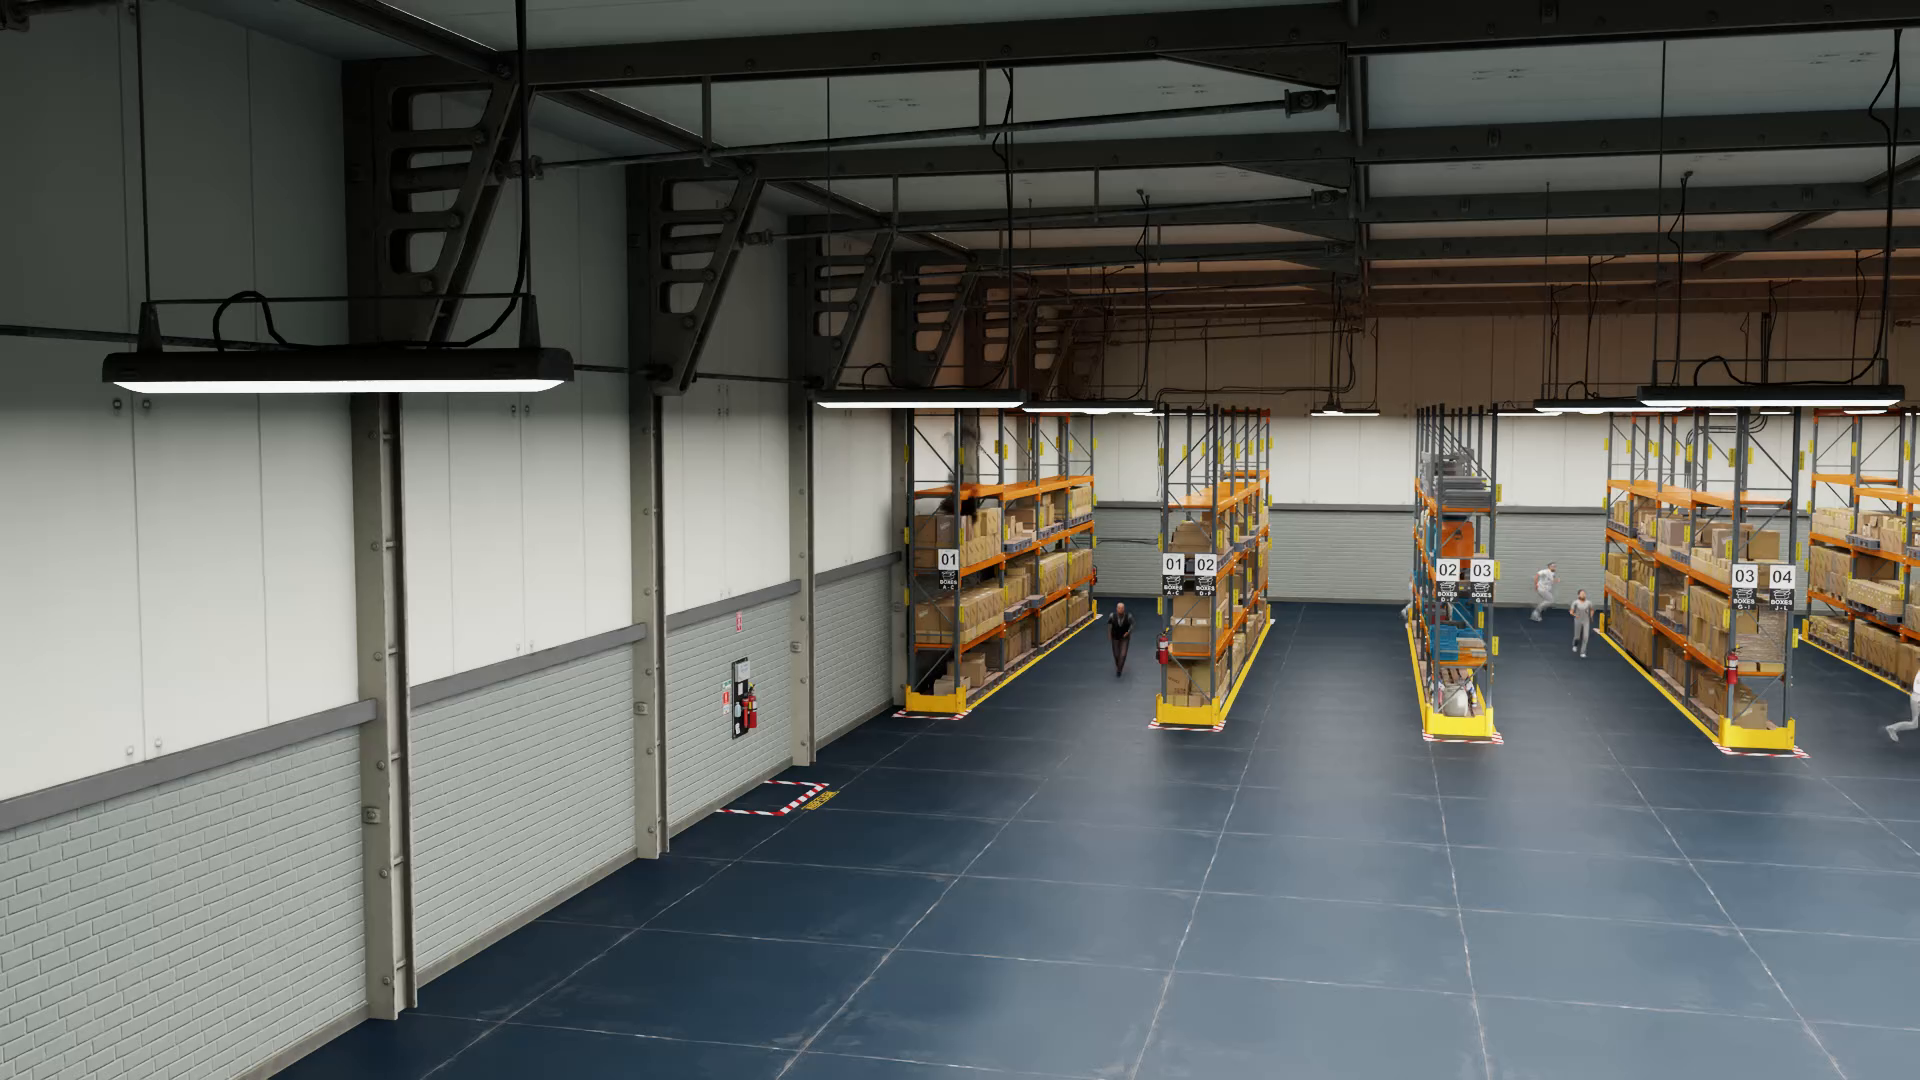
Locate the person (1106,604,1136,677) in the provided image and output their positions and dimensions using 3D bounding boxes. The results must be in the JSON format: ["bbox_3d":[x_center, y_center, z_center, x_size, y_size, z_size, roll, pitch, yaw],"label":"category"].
[{"bbox_3d":[3.580,2.219,37.095,0.653,1.659,0.760,0,4,2],"label":"person"}]

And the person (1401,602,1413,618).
[{"bbox_3d":[13.177,1.484,47.476,1.130,1.602,0.674,2,5,30],"label":"person"}]

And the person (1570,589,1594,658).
[{"bbox_3d":[14.973,1.994,40.019,0.574,1.628,0.758,1,4,10],"label":"person"}]

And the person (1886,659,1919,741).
[{"bbox_3d":[16.551,2.794,28.748,0.611,1.645,0.893,-3,5,-39],"label":"person"}]

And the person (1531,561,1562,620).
[{"bbox_3d":[16.616,1.441,47.118,0.812,1.693,0.646,2,5,26],"label":"person"}]
